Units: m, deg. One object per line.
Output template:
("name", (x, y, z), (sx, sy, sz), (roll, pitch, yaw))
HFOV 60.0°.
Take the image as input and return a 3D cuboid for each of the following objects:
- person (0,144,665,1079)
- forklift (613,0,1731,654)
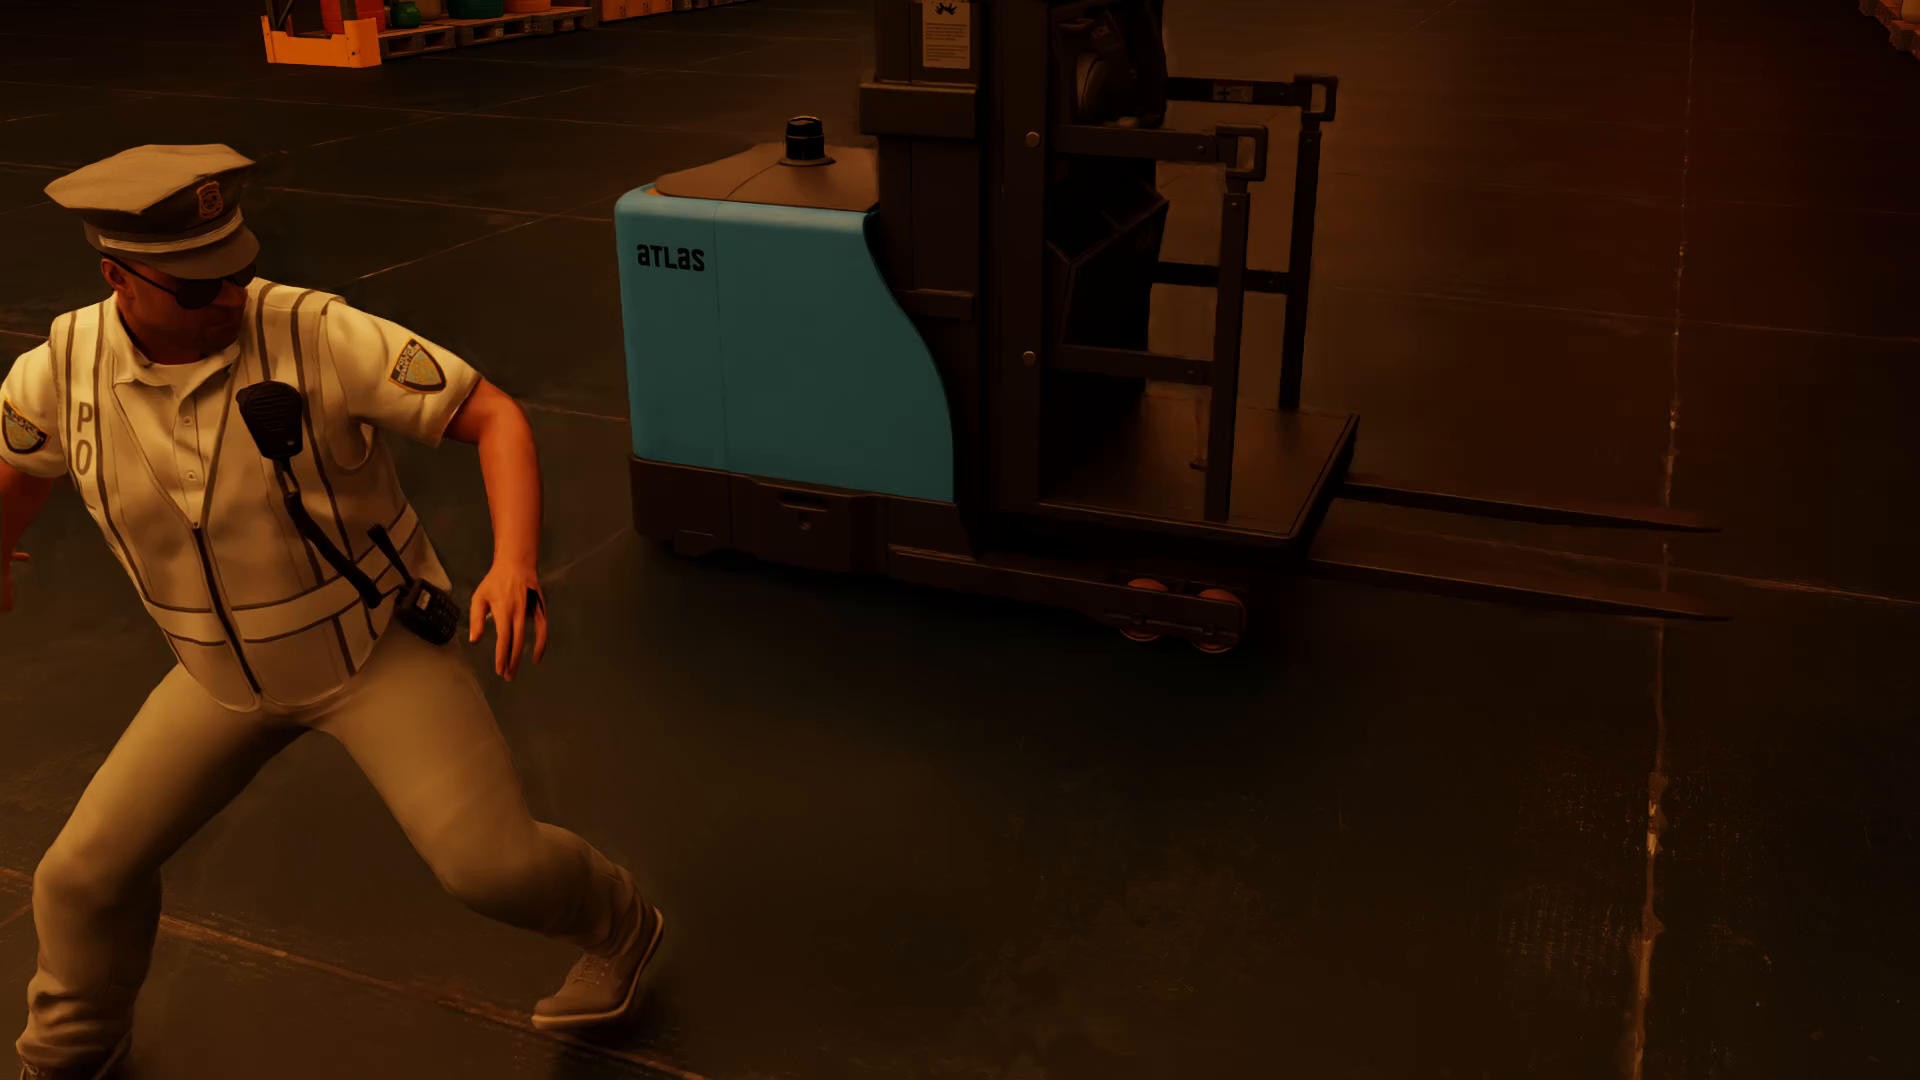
("person", (-1.132, 0.222, 2.653), (1.151, 1.706, 0.563), (2, 23, 5))
("forklift", (0.589, -1.285, 4.368), (3.031, 2.935, 1.130), (8, 24, 19))
